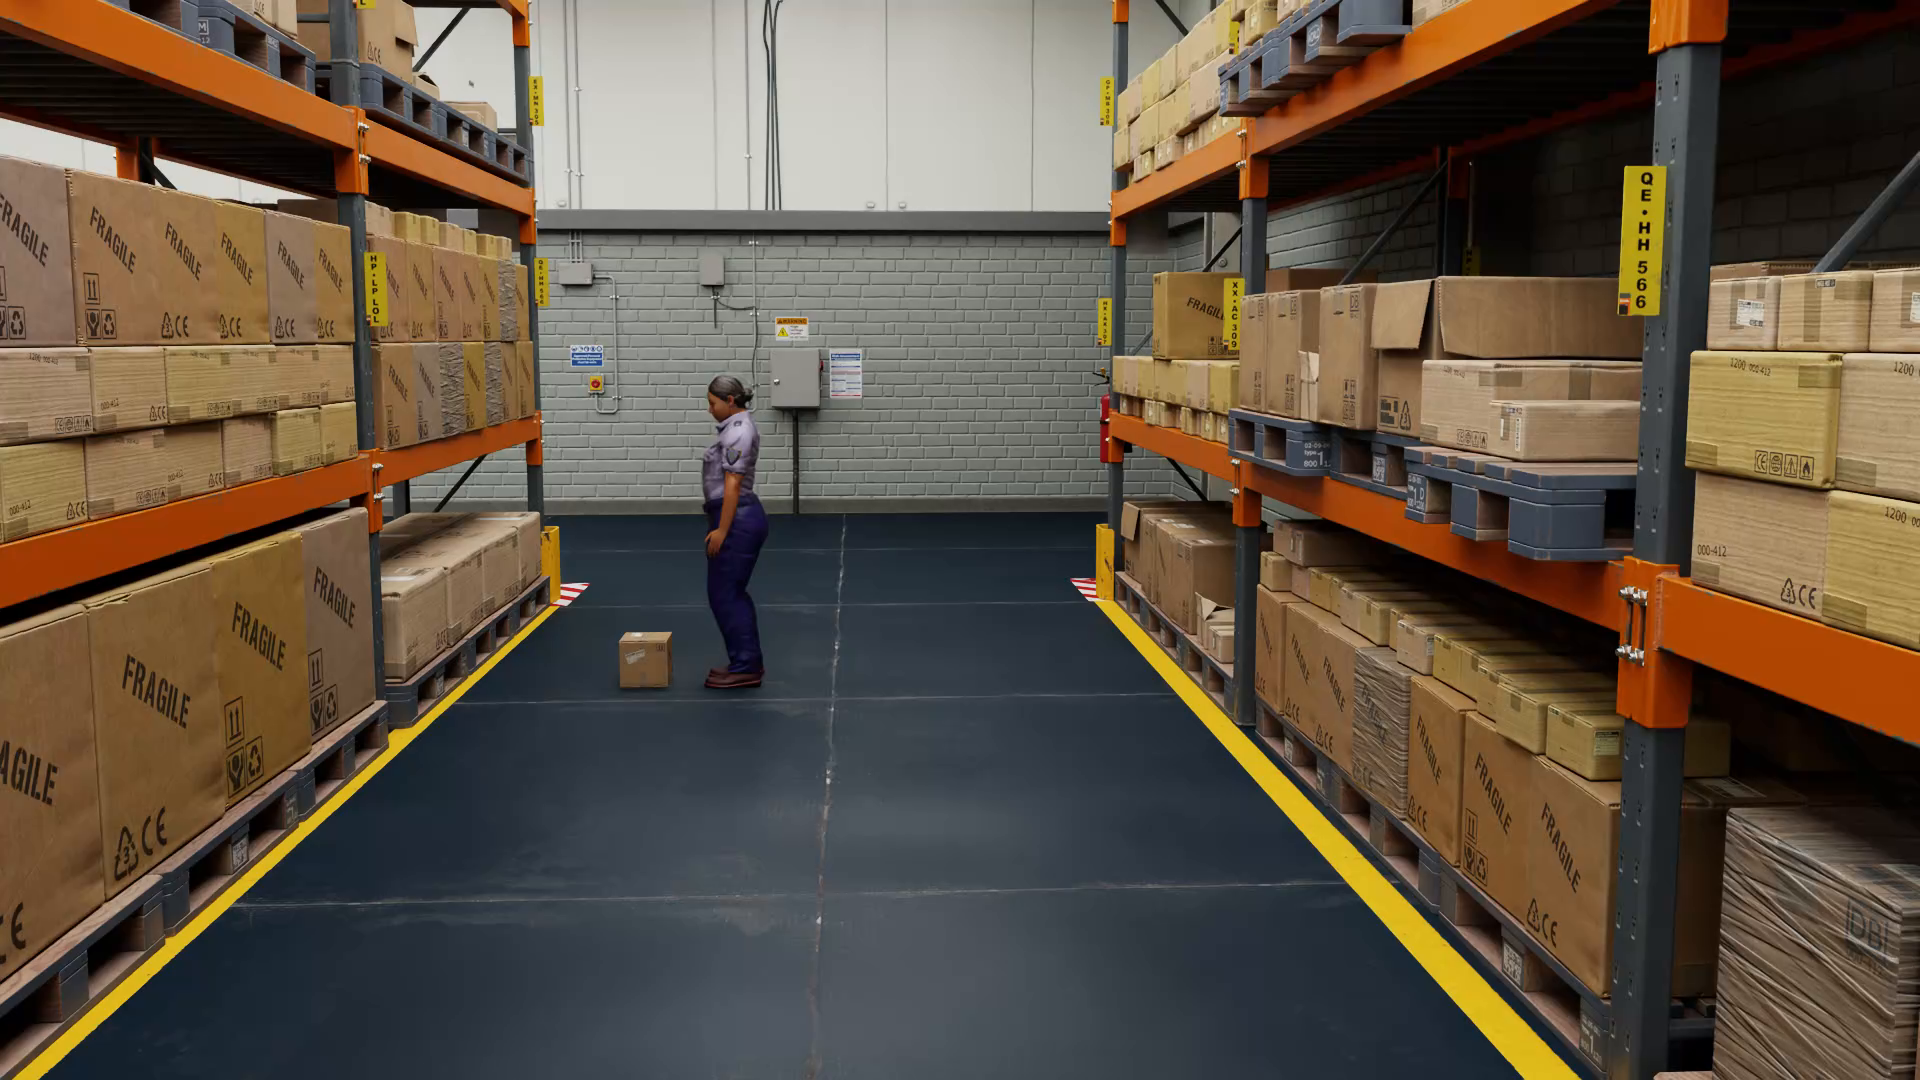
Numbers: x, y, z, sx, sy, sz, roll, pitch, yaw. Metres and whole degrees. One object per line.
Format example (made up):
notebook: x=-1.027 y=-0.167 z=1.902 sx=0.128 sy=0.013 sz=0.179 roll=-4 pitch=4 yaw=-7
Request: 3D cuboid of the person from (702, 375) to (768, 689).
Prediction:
person: x=-1.188 y=-0.047 z=8.775 sx=0.338 sy=1.639 sz=0.476 roll=0 pitch=7 yaw=-3
